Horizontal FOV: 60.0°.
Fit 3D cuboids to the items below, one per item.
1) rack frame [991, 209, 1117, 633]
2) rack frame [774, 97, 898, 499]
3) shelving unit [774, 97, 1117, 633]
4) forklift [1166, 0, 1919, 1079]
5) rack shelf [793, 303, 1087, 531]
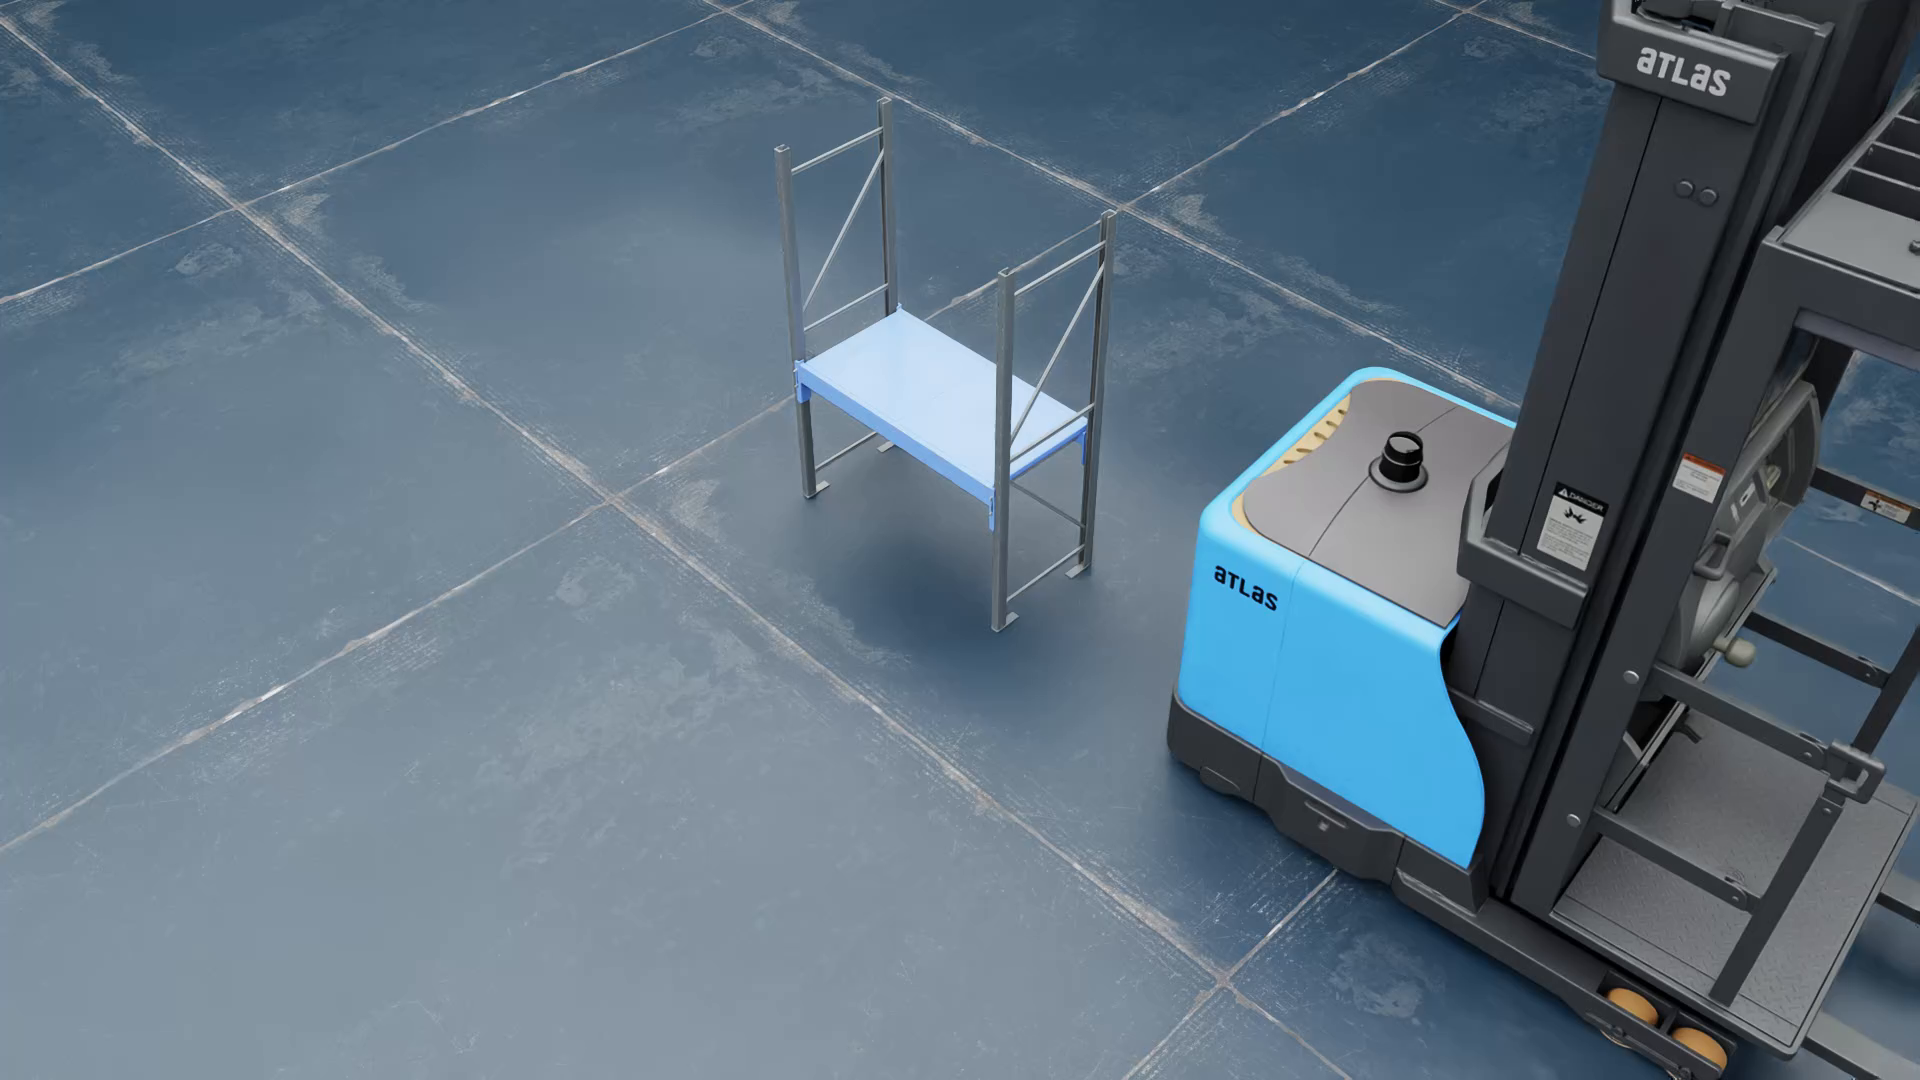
[{"bbox_3d":[0.299,-0.348,5.521,0.500,1.500,0.032,-34,53,-31],"label":"rack frame"},{"bbox_3d":[-0.419,-0.836,6.050,0.500,1.500,0.032,-34,53,-31],"label":"rack frame"},{"bbox_3d":[-0.060,-0.592,5.785,0.538,1.500,1.048,-34,53,-31],"label":"shelving unit"},{"bbox_3d":[2.129,0.029,4.059,3.031,2.935,1.130,30,50,28],"label":"forklift"},{"bbox_3d":[-0.060,-0.460,5.907,0.538,0.185,1.000,-34,53,-31],"label":"rack shelf"}]
